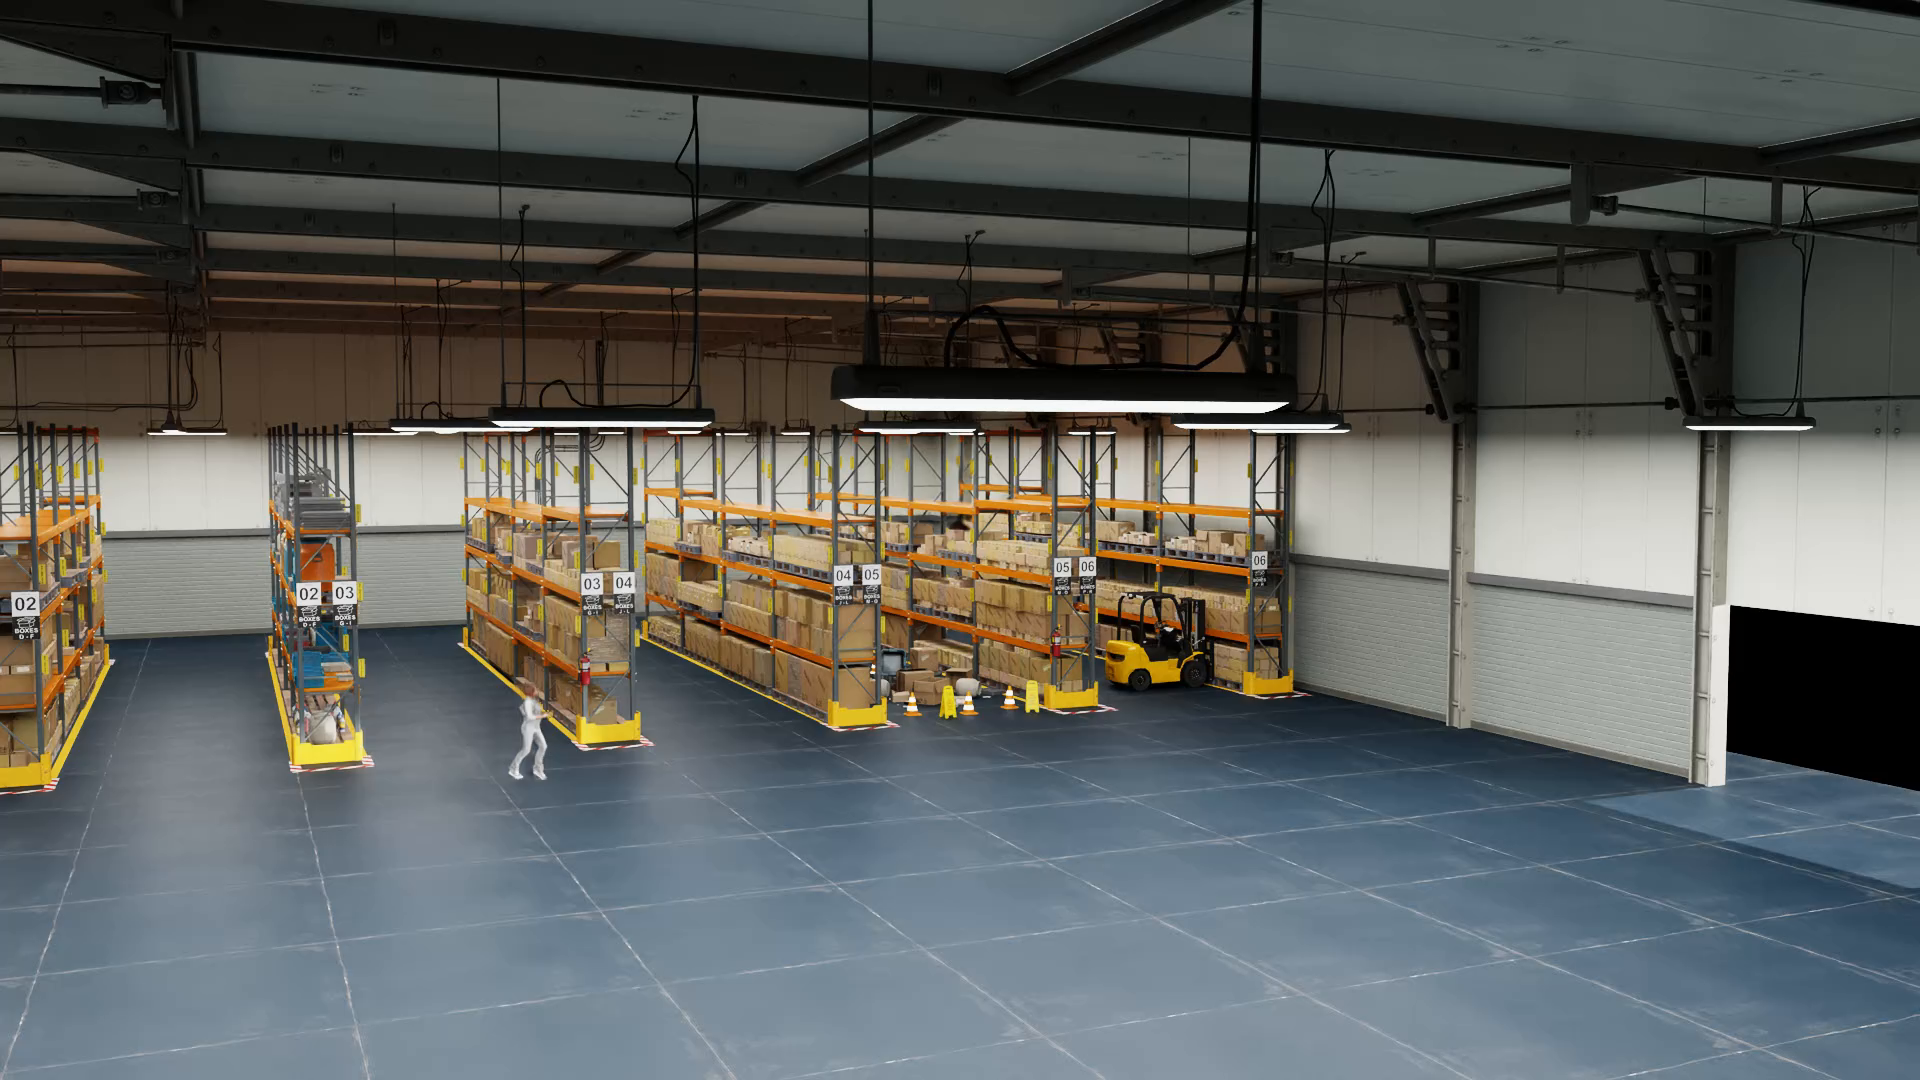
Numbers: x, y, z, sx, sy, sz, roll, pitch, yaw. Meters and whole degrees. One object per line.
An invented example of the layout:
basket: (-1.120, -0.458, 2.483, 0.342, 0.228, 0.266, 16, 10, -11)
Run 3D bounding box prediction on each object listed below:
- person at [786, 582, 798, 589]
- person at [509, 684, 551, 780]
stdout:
person: (-5.112, 1.747, 50.993, 0.902, 1.784, 0.679, 0, 4, -7)
person: (-7.180, 3.223, 27.779, 0.732, 1.656, 0.538, 0, 3, 3)
